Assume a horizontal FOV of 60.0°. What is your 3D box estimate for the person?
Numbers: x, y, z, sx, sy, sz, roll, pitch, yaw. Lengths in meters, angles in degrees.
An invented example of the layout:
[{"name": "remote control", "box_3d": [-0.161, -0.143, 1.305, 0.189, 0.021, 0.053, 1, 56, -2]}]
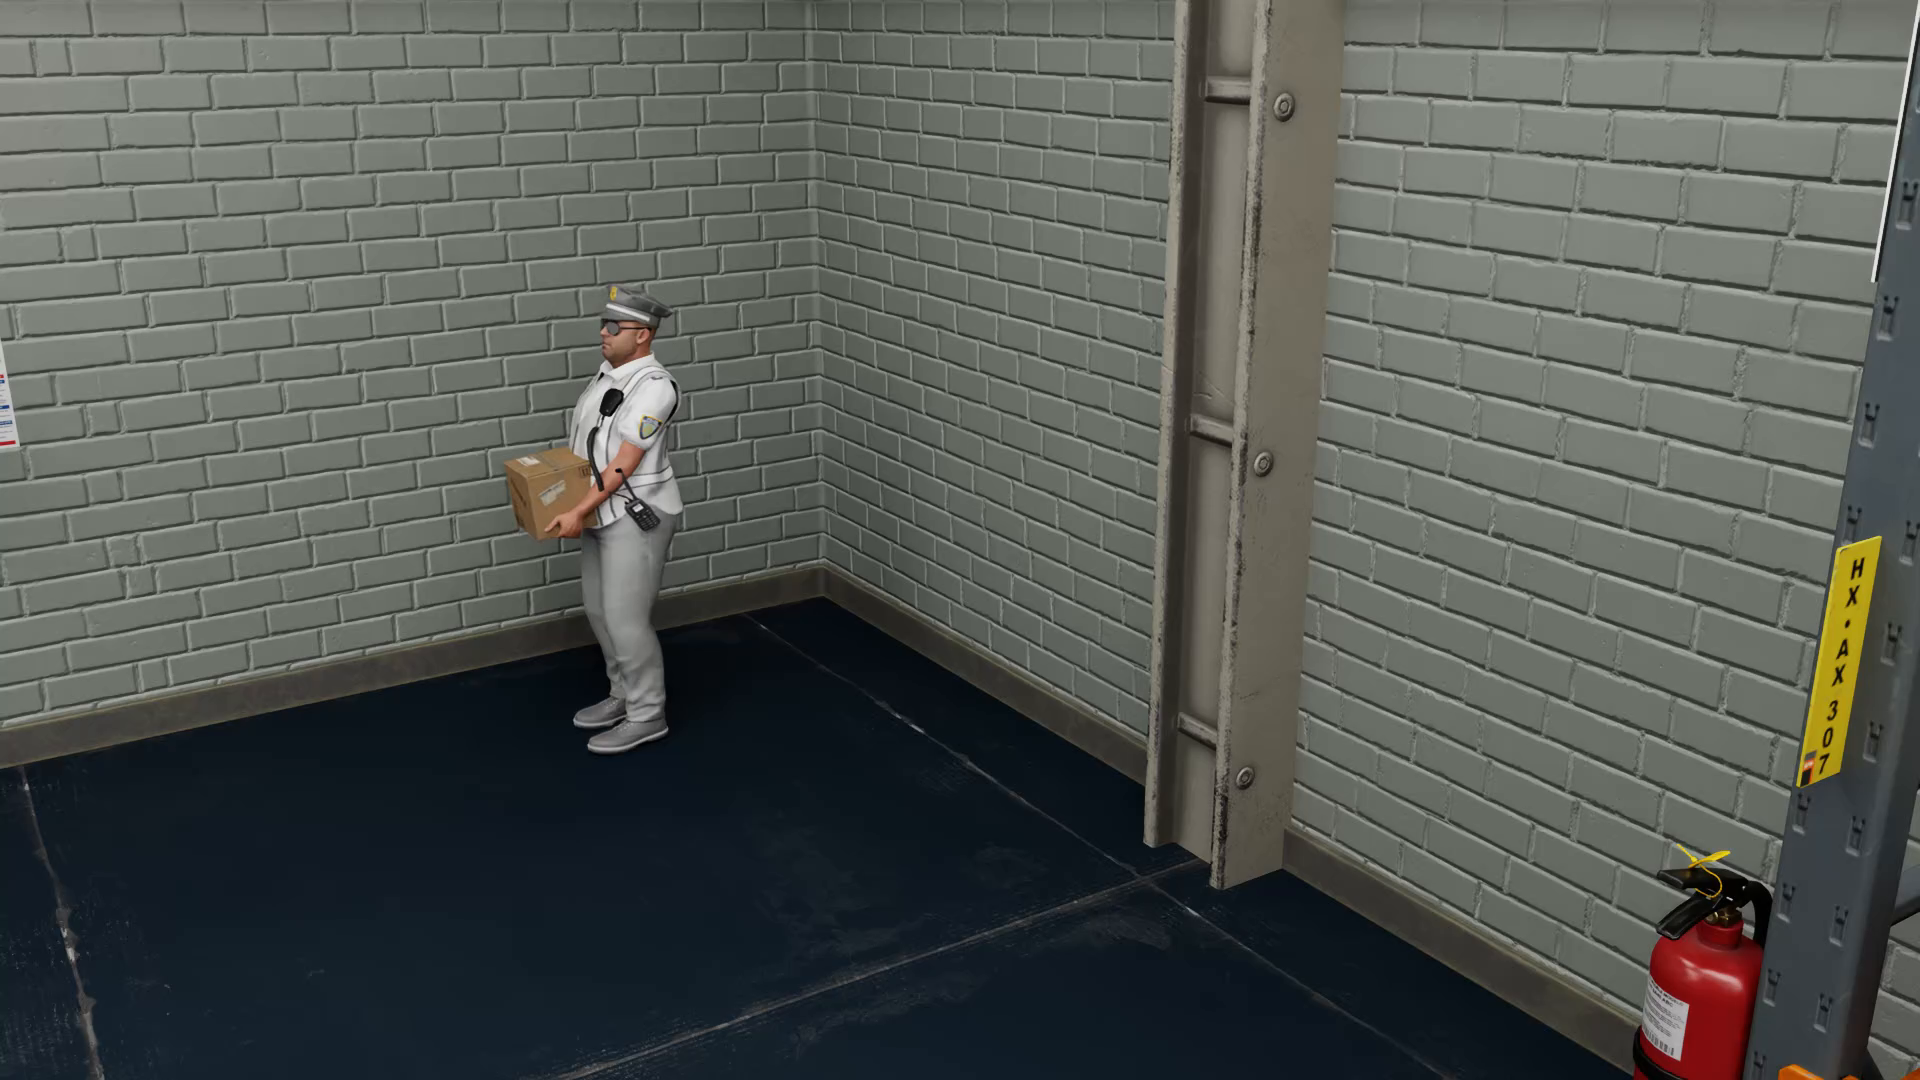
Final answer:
[{"name": "person", "box_3d": [-1.325, -0.078, 6.252, 0.566, 1.767, 0.493, -11, 21, -31]}]
